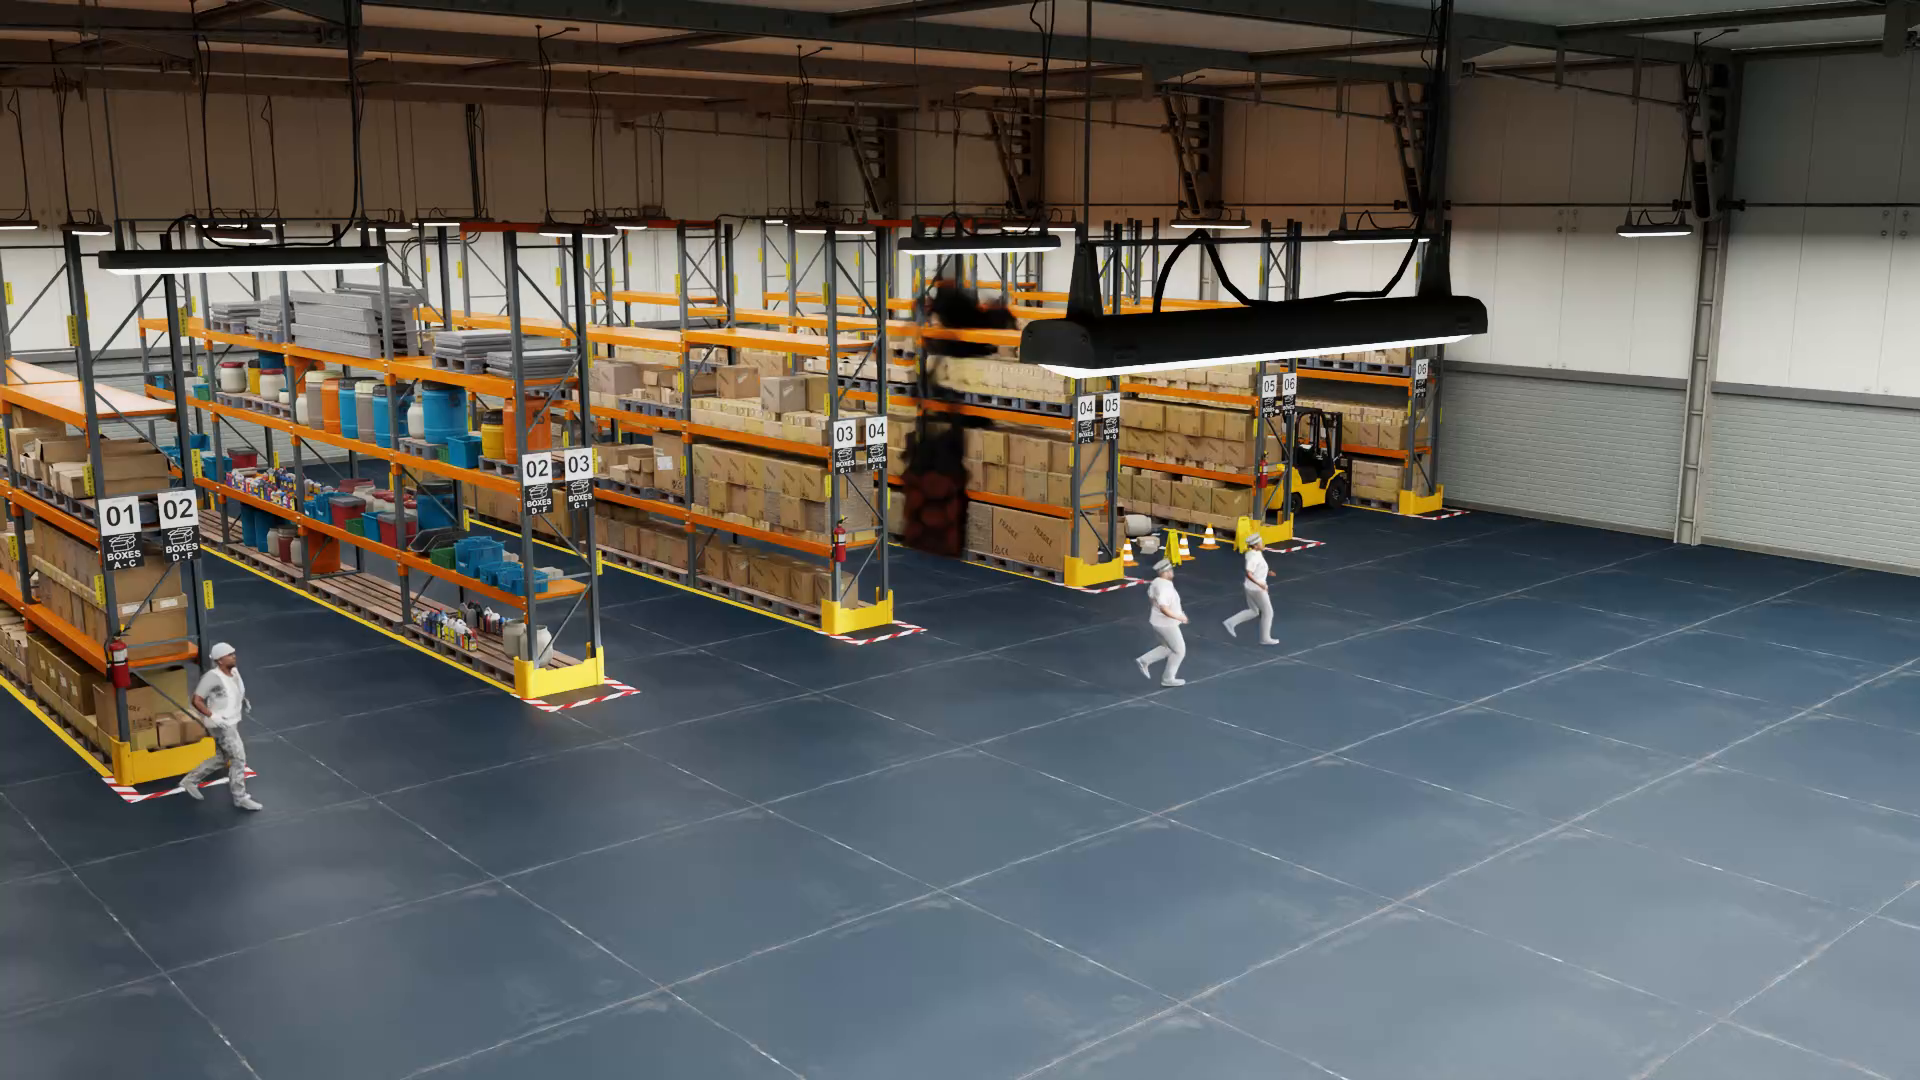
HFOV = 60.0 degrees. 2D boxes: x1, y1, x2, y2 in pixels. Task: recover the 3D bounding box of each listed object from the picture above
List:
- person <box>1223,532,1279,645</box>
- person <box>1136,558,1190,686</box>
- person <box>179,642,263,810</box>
[{"bbox_3d":[4.259,0.703,24.151,0.815,1.666,0.588,0,11,-2],"label":"person"},{"bbox_3d":[2.703,1.091,22.068,0.624,1.733,0.664,-2,12,-9],"label":"person"},{"bbox_3d":[-7.875,1.961,17.650,0.865,1.799,0.689,-1,11,-6],"label":"person"}]
